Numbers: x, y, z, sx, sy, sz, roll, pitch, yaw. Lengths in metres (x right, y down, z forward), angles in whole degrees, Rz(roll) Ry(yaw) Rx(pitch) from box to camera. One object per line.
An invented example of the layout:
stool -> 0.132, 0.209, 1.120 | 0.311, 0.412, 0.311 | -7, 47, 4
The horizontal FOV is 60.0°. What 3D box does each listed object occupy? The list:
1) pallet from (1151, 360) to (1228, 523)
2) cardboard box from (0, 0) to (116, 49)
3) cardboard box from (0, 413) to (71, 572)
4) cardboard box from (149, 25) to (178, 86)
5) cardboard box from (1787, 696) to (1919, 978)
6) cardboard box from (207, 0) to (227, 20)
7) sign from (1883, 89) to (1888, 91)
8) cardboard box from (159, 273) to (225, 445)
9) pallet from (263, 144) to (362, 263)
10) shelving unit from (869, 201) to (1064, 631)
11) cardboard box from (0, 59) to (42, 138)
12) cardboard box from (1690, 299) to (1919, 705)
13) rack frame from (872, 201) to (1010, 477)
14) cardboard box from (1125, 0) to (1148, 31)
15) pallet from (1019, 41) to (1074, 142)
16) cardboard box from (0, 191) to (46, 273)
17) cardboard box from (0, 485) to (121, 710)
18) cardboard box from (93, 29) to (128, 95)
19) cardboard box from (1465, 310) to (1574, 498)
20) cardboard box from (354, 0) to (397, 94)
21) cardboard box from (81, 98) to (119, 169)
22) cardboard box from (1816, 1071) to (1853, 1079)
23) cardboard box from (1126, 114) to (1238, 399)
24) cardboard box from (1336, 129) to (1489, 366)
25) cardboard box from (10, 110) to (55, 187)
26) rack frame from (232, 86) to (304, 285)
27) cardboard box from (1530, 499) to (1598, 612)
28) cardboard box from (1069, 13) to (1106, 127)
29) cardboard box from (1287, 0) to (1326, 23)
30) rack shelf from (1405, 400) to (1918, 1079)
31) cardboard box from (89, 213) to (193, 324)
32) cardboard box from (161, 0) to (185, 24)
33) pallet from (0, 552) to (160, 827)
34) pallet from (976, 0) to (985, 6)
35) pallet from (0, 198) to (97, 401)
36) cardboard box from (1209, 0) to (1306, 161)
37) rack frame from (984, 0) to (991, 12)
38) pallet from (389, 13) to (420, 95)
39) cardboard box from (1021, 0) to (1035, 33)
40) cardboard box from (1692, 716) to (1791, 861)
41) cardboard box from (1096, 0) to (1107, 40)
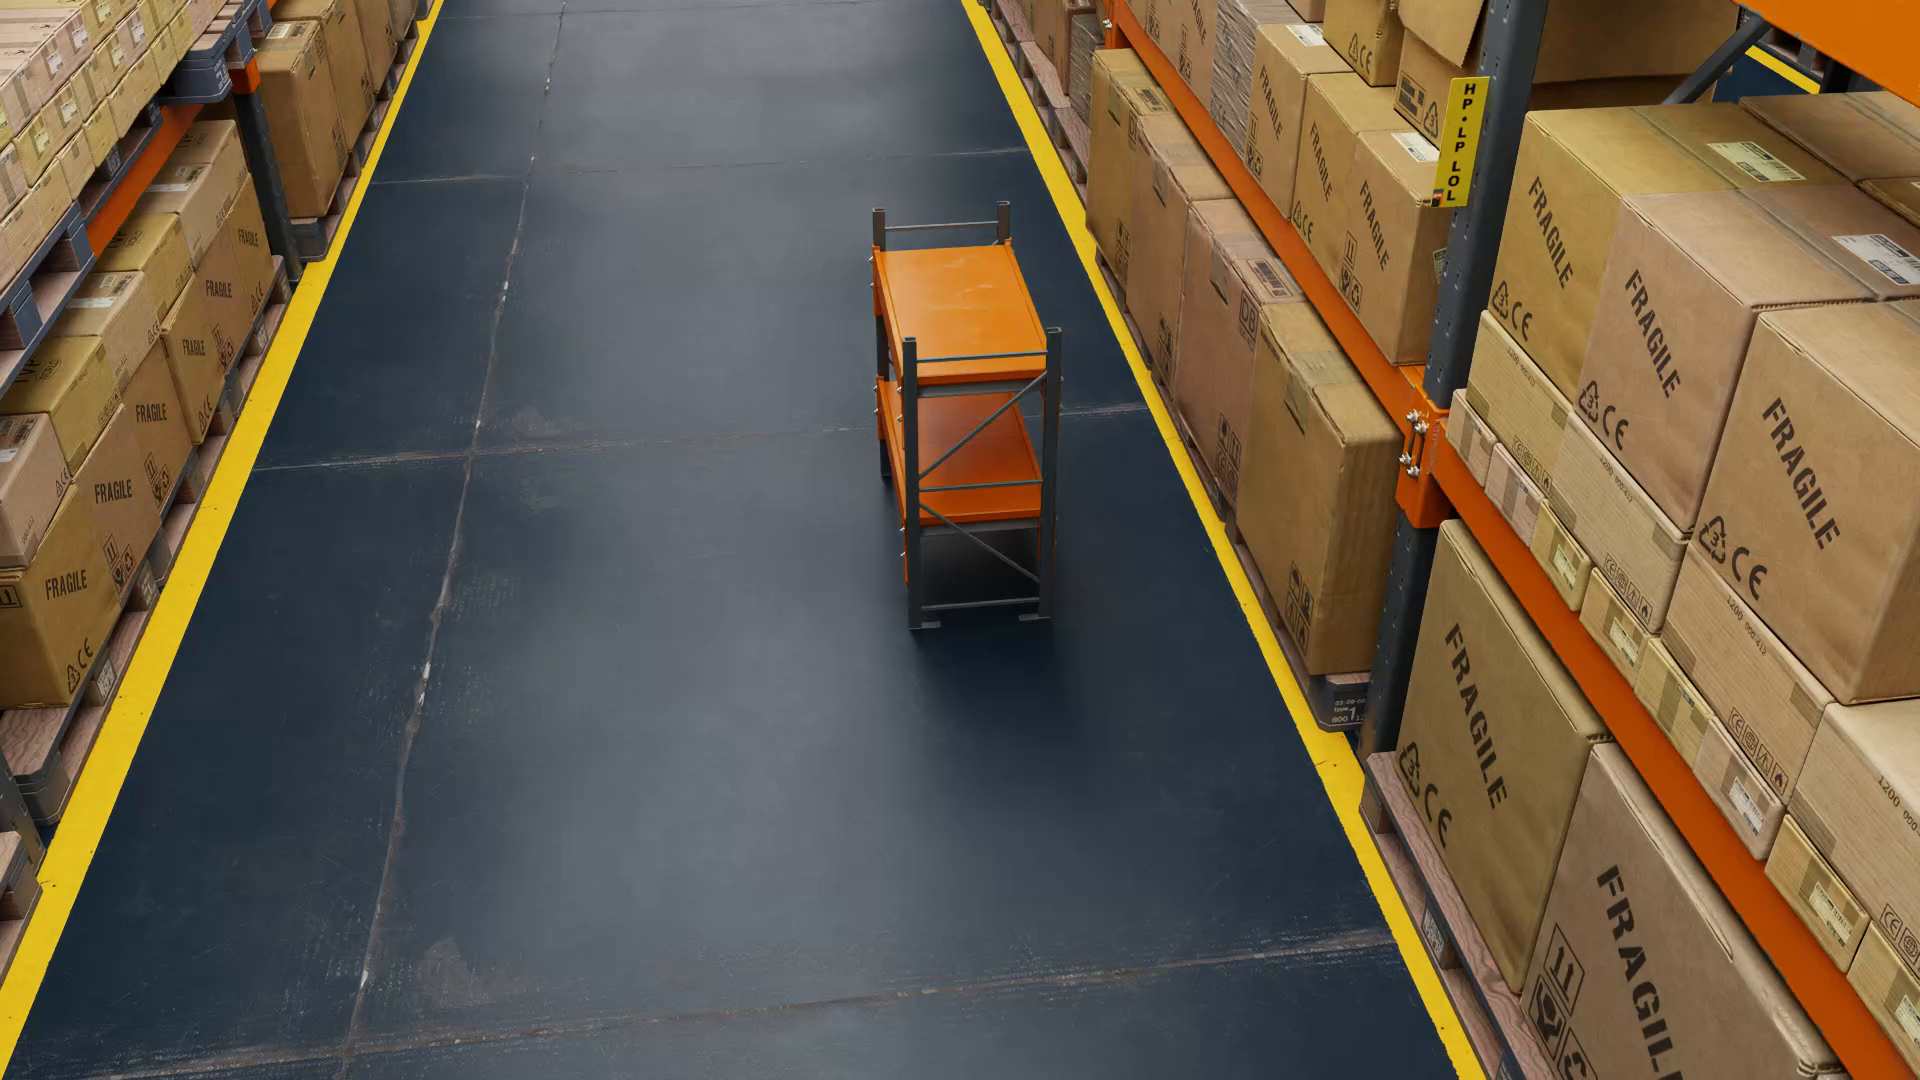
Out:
pallet -> 1.408, -0.520, 6.825 | 1.003, 0.211, 1.213 | -4, 35, -6
cardboard box -> -2.987, -1.687, 5.384 | 0.380, 0.149, 0.250 | -3, 34, -5
cardboard box -> -3.012, -0.128, 4.956 | 0.500, 0.250, 0.500 | -6, 35, -8
cardboard box -> -3.057, -1.735, 5.983 | 0.380, 0.149, 0.250 | -6, 35, -8
cardboard box -> 1.753, 0.499, 2.724 | 0.500, 0.250, 0.500 | -4, 35, -6
cardboard box -> -3.159, -2.168, 6.618 | 0.380, 0.149, 0.250 | -4, 35, -7
sign -> 2.304, -0.998, 4.212 | 0.100, 0.325, 0.005 | -4, 35, -6
cardboard box -> -3.212, -0.687, 6.441 | 0.500, 0.500, 0.500 | -6, 35, -9
pallet -> -3.744, -1.771, 8.661 | 1.003, 0.211, 1.213 | -4, 35, -6
shelving unit -> 0.001, -0.461, 5.928 | 0.538, 1.125, 1.048 | -4, 35, -6
cardboard box -> -2.879, -1.254, 4.748 | 0.380, 0.149, 0.250 | -5, 35, -7
cardboard box -> 1.698, -0.084, 2.912 | 0.500, 0.500, 0.500 | -5, 35, -8
rack frame -> -0.067, -0.745, 6.344 | 0.500, 1.125, 0.032 | -4, 35, -6
cardboard box -> 1.012, -2.546, 7.234 | 0.500, 0.500, 0.500 | -3, 34, -5
pallet -> 0.951, -2.760, 10.113 | 1.003, 0.211, 1.213 | -4, 35, -6
cardboard box -> -2.845, -0.864, 4.704 | 0.380, 0.149, 0.250 | -4, 34, -6
cardboard box -> -3.011, 0.181, 5.167 | 0.500, 0.500, 0.500 | -3, 34, -5
cardboard box -> -2.984, -1.565, 5.470 | 0.380, 0.149, 0.250 | -5, 35, -7
cardboard box -> 1.557, -0.344, 3.960 | 0.500, 0.250, 0.500 | -5, 35, -7
cardboard box -> -3.952, -3.075, 9.724 | 1.050, 0.750, 0.750 | -4, 35, -6
cardboard box -> -2.953, -1.298, 5.342 | 0.380, 0.149, 0.250 | -5, 35, -7
cardboard box -> 2.004, 1.513, 2.880 | 0.875, 0.875, 0.875 | -4, 35, -6
cardboard box -> 1.400, -1.208, 6.872 | 1.225, 0.875, 0.875 | -4, 35, -6
cardboard box -> 1.420, -0.846, 4.740 | 0.500, 0.500, 0.500 | -4, 35, -6
cardboard box -> -2.879, -1.126, 4.825 | 0.380, 0.149, 0.250 | -6, 35, -8
rack frame -> -3.713, -2.478, 7.222 | 1.000, 3.000, 0.127 | -4, 35, -6
cardboard box -> 1.535, 0.023, 3.776 | 0.380, 0.149, 0.250 | -3, 34, -5
cardboard box -> 1.019, -2.627, 9.270 | 0.700, 0.500, 0.500 | -7, 35, -10
cardboard box -> 1.480, -2.106, 5.697 | 0.797, 0.503, 0.637 | -3, 34, -5
rack shelf -> 2.023, 0.849, 2.980 | 1.077, 0.370, 4.000 | -4, 35, -6
cardboard box -> -3.229, -1.001, 6.235 | 0.500, 0.250, 0.500 | -4, 34, -5
cardboard box -> -3.086, -1.994, 6.098 | 0.380, 0.149, 0.250 | -4, 35, -6
pallet -> -3.281, 0.472, 5.369 | 1.003, 0.211, 1.213 | -4, 35, -6
pallet -> 0.553, -4.249, 12.297 | 1.003, 0.211, 1.213 | -4, 35, -6
pallet -> -3.133, -0.604, 4.643 | 1.003, 0.211, 1.213 | -4, 35, -6
cardboard box -> 1.221, -1.694, 5.983 | 0.500, 0.500, 0.500 | -4, 35, -6
rack frame -> 0.678, -5.029, 10.966 | 1.000, 3.000, 0.127 | -4, 35, -6
pallet -> -4.072, -3.133, 10.659 | 1.003, 0.211, 1.213 | -4, 35, -6
cardboard box -> 0.785, -3.566, 10.648 | 0.700, 0.500, 0.500 | -5, 35, -7
cardboard box -> 1.639, 0.453, 3.145 | 0.380, 0.149, 0.250 | -4, 34, -6
cardboard box -> 1.015, -2.922, 9.038 | 0.500, 0.250, 0.500 | -1, 34, -1
